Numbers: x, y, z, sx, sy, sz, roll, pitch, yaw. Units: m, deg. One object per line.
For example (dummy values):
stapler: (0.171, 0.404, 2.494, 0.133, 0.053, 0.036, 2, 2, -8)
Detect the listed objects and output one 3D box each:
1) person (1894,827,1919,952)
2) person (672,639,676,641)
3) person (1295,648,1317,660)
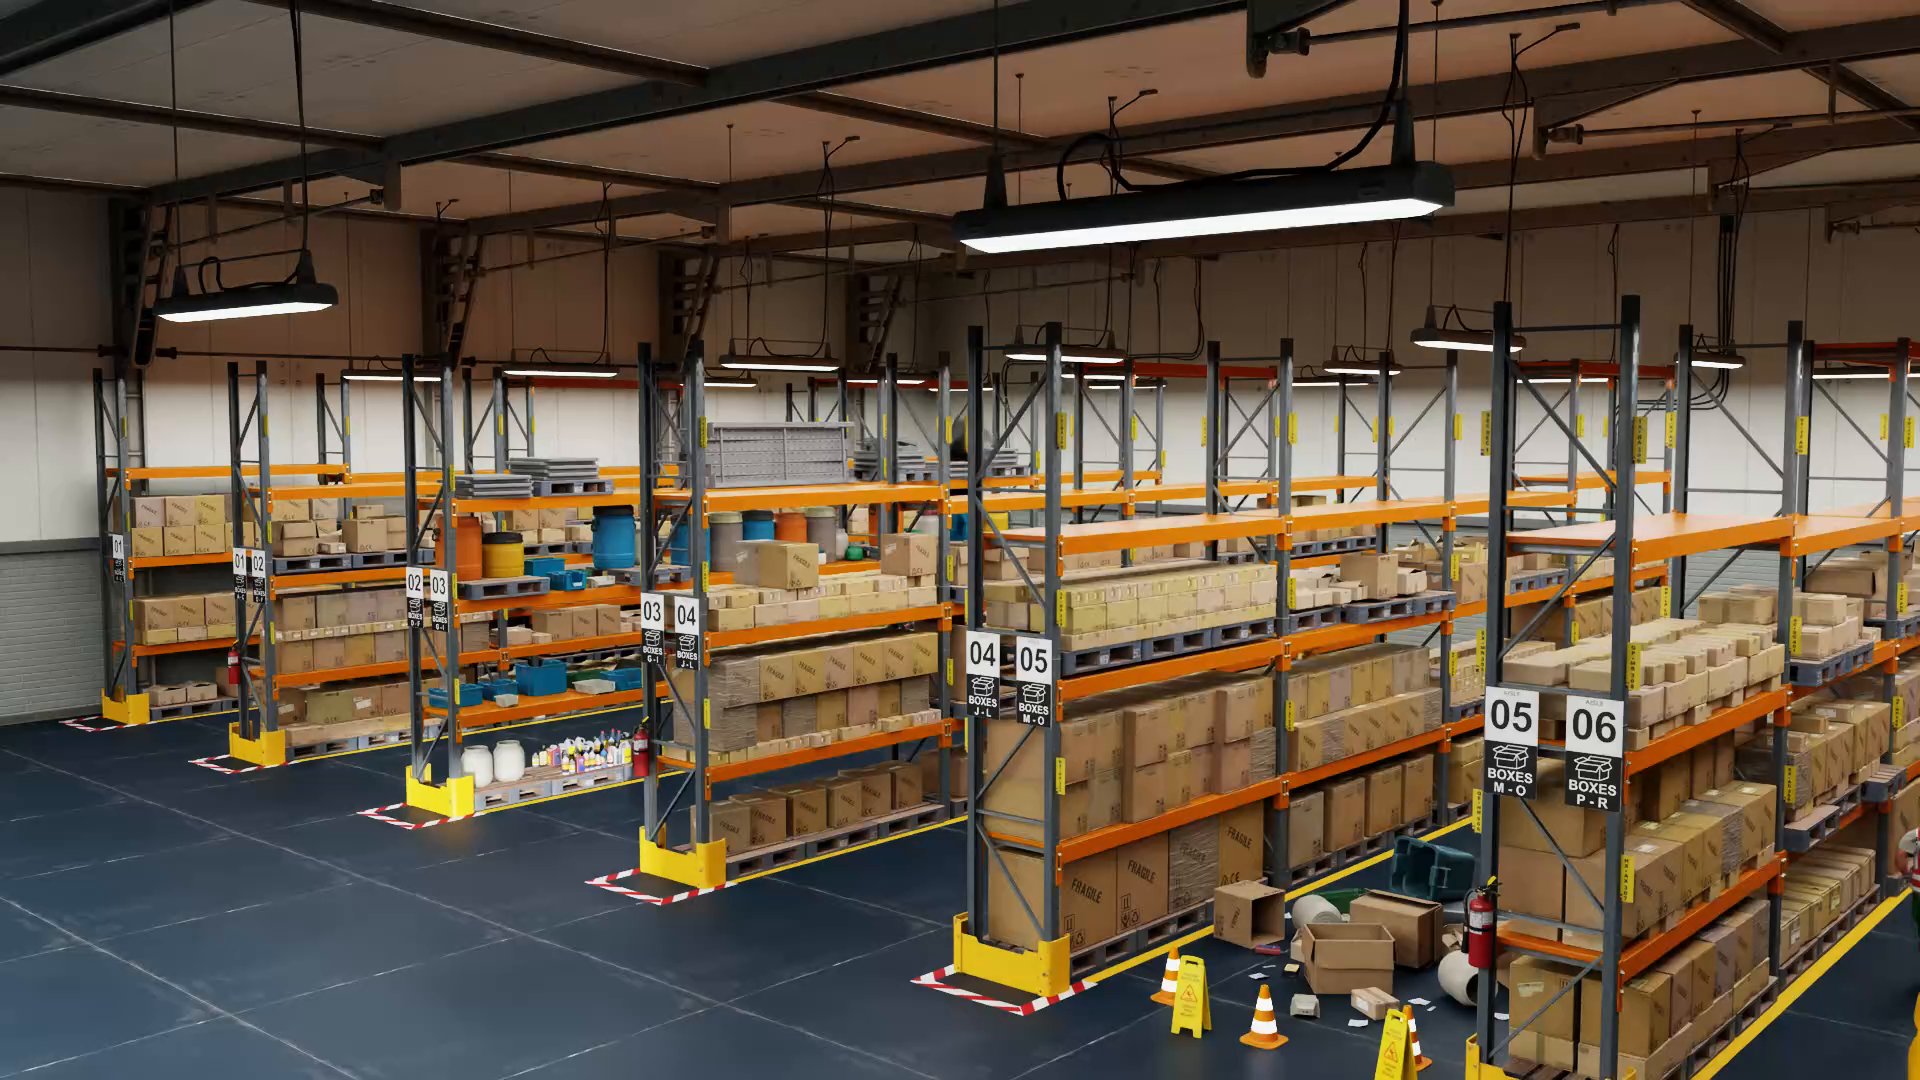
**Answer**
person: (8.823, 3.197, 15.035, 0.666, 1.740, 0.749, 3, 5, 32)
person: (-5.769, 1.874, 34.101, 0.729, 1.588, 0.958, 1, 4, 19)
person: (5.371, 2.388, 25.822, 0.666, 1.789, 0.727, 3, 5, 34)
